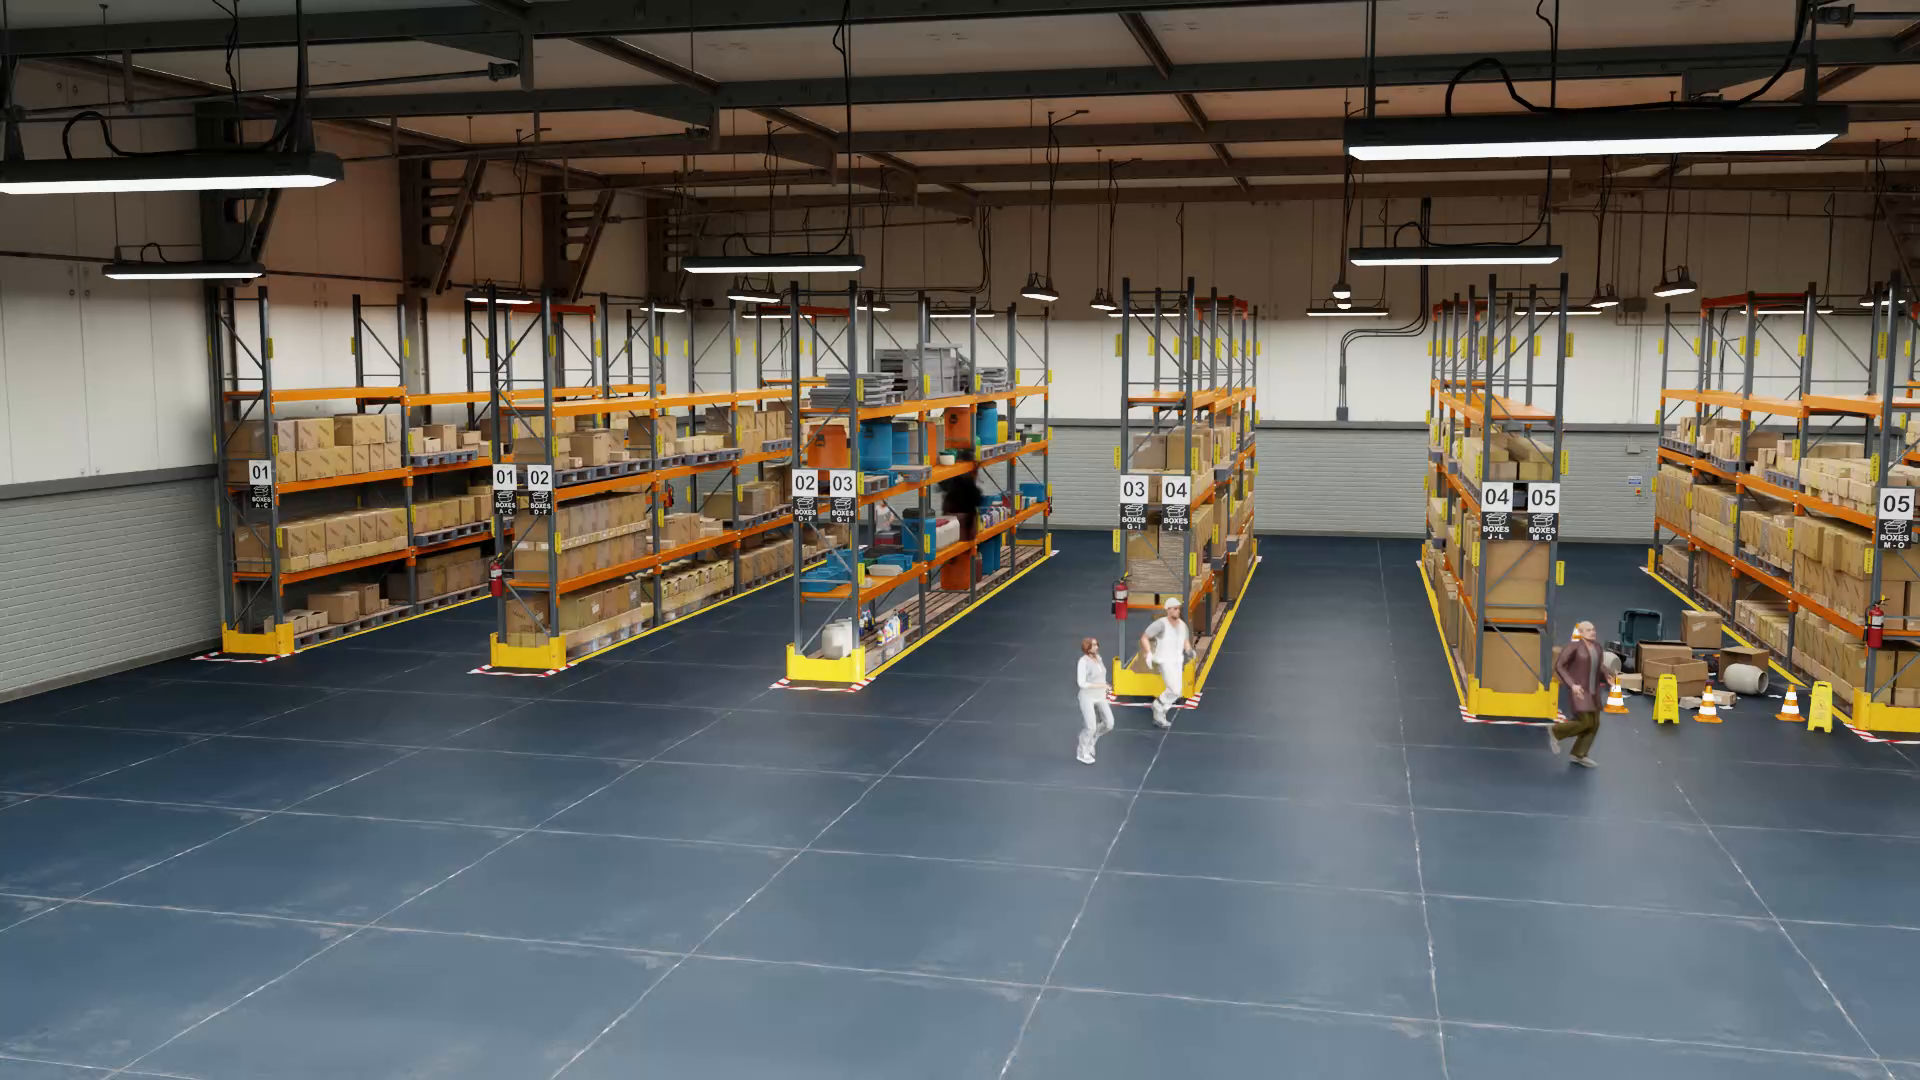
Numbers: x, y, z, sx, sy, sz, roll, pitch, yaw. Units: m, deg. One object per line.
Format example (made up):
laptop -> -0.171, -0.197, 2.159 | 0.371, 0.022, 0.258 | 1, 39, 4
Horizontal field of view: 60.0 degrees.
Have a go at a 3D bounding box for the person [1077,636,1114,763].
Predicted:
person -> 1.621, 1.930, 20.004 | 0.535, 1.560, 0.562 | -6, 9, -42

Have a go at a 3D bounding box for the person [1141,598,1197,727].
person -> 2.782, 1.624, 21.861 | 0.660, 1.738, 0.677 | -5, 8, -35

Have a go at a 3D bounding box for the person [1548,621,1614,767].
person -> 7.531, 1.841, 20.114 | 0.704, 1.750, 0.685 | -3, 7, -27

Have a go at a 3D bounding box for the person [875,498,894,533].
person -> -1.806, -0.246, 38.652 | 0.545, 1.627, 0.650 | 0, 7, 4
